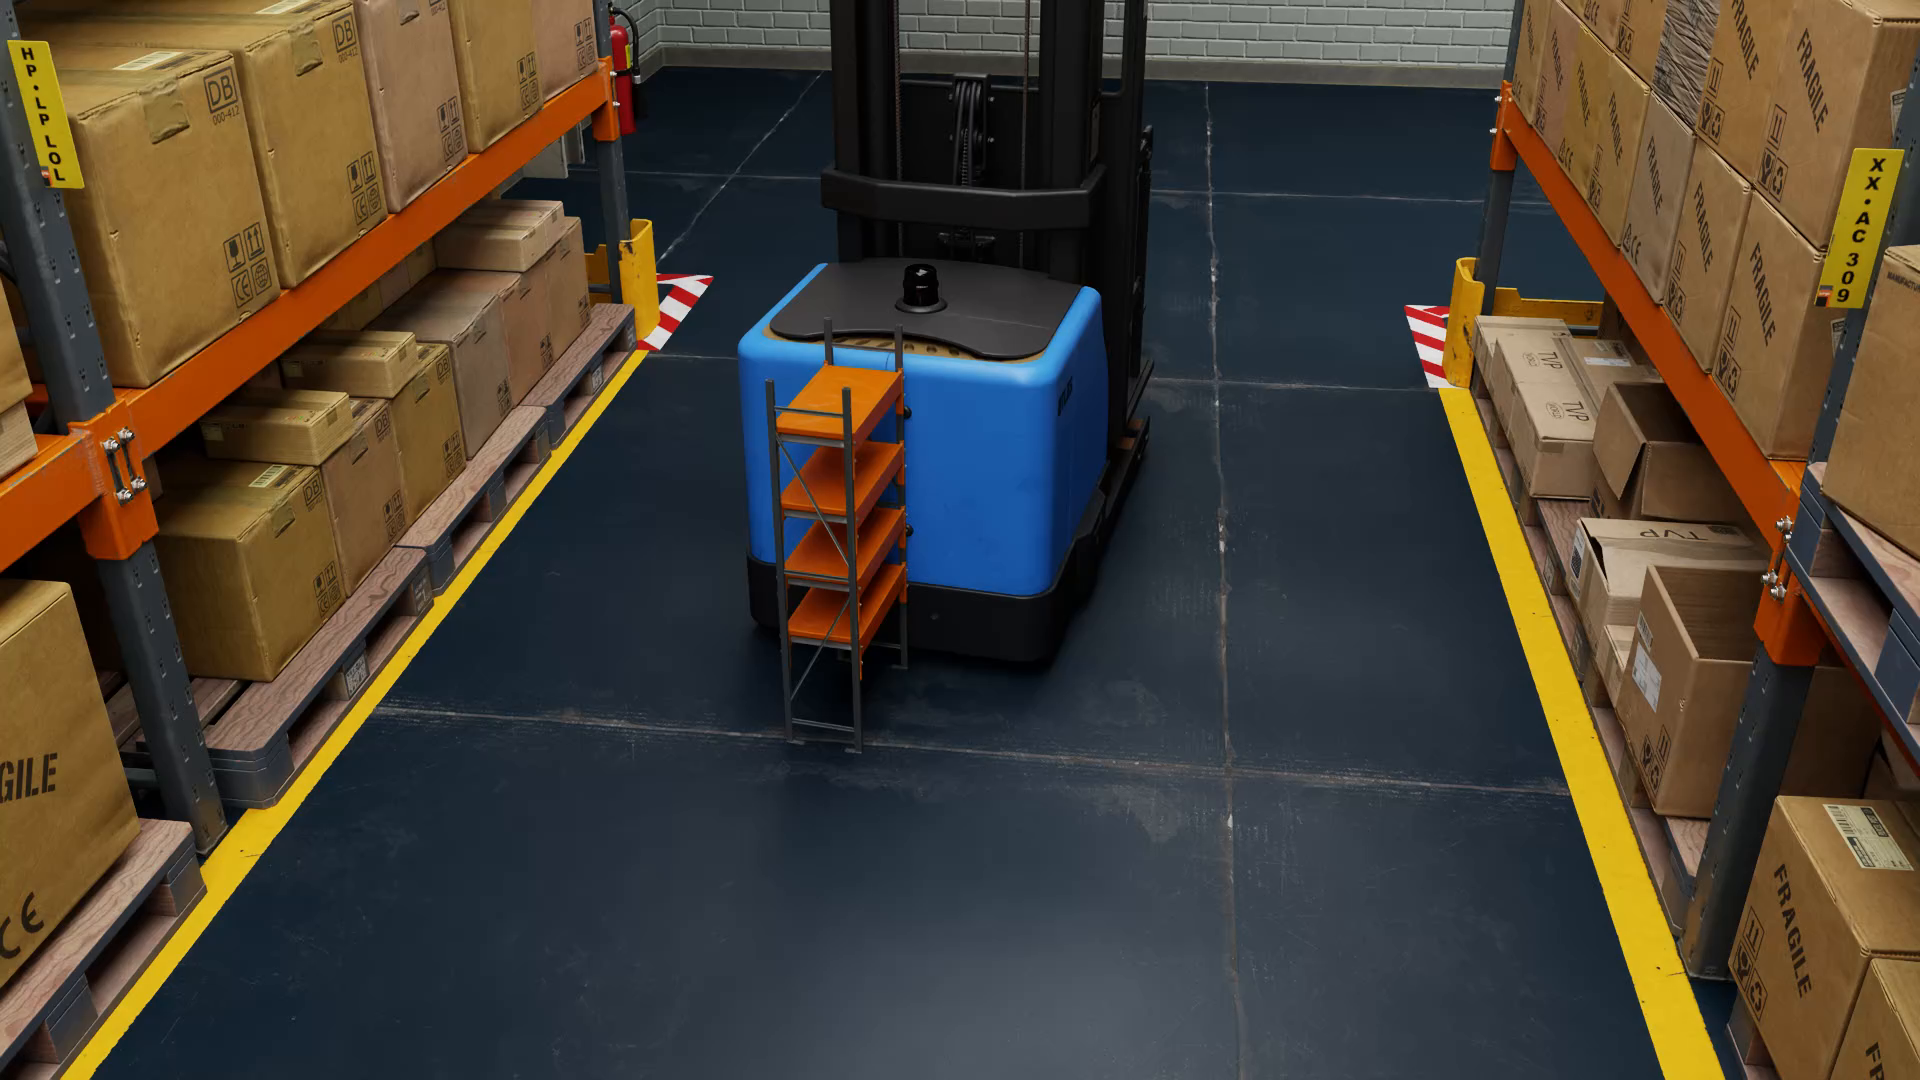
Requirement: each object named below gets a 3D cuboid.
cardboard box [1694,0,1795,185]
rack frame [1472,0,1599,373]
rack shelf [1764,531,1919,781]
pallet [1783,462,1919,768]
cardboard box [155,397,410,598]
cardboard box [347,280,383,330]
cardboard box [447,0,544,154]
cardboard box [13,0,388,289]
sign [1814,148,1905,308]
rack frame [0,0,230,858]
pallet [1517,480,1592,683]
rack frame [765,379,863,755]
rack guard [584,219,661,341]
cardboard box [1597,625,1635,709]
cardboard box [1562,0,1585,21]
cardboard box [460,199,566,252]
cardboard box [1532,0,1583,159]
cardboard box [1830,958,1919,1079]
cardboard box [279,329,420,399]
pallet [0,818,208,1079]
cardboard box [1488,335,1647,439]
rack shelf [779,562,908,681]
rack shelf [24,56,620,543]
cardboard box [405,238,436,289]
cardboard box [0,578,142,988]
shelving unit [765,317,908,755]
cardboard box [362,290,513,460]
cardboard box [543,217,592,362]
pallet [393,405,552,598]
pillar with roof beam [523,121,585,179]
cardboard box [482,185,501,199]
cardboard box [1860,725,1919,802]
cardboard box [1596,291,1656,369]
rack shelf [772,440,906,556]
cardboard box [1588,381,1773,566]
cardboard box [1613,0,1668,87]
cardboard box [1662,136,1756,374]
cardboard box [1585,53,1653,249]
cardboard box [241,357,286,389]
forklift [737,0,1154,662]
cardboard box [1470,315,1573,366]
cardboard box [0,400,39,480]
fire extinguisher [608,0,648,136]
[{"bbox_3d":[2.204,-1.189,4.135,0.500,0.500,0.500,3,28,5],"label":"cardboard box"},{"bbox_3d":[2.829,-2.094,6.973,1.000,3.000,0.127,3,28,6],"label":"rack frame"},{"bbox_3d":[2.094,1.047,1.902,1.077,0.370,4.000,3,28,6],"label":"rack shelf"},{"bbox_3d":[2.133,0.244,2.838,1.003,0.211,1.213,3,28,6],"label":"pallet"},{"bbox_3d":[-2.319,-0.164,5.584,0.700,0.500,0.500,3,28,6],"label":"cardboard box"},{"bbox_3d":[-2.411,-0.888,6.244,0.380,0.149,0.250,4,29,7],"label":"cardboard box"},{"bbox_3d":[-2.218,-1.928,6.350,0.980,0.700,0.700,3,28,6],"label":"cardboard box"},{"bbox_3d":[-2.400,-1.227,5.048,0.980,0.700,0.700,3,28,5],"label":"cardboard box"},{"bbox_3d":[1.800,-0.620,3.325,0.100,0.325,0.005,3,28,6],"label":"sign"},{"bbox_3d":[-2.577,-0.497,4.010,1.000,3.000,0.127,3,28,6],"label":"rack frame"},{"bbox_3d":[2.571,0.118,5.809,1.003,0.211,1.213,3,28,6],"label":"pallet"},{"bbox_3d":[-0.413,0.106,4.789,0.240,1.200,0.015,7,29,13],"label":"rack frame"},{"bbox_3d":[-2.084,-1.291,8.118,1.175,0.500,0.348,3,28,6],"label":"rack guard"},{"bbox_3d":[2.114,0.386,4.913,0.380,0.149,0.250,3,28,6],"label":"cardboard box"},{"bbox_3d":[2.457,-2.138,5.896,0.500,0.500,0.500,4,29,7],"label":"cardboard box"},{"bbox_3d":[-1.909,-1.343,7.090,0.380,0.149,0.250,3,28,6],"label":"cardboard box"},{"bbox_3d":[2.455,-1.701,6.139,0.500,0.500,0.500,3,28,6],"label":"cardboard box"},{"bbox_3d":[1.984,1.161,3.103,0.500,0.500,0.500,4,29,7],"label":"cardboard box"},{"bbox_3d":[-2.097,-0.609,5.727,0.380,0.149,0.250,3,28,5],"label":"cardboard box"},{"bbox_3d":[-2.597,1.098,3.989,1.003,0.211,1.213,3,28,6],"label":"pallet"},{"bbox_3d":[2.420,-0.602,6.640,0.500,0.250,0.500,3,28,6],"label":"cardboard box"},{"bbox_3d":[-0.350,0.228,5.122,0.258,0.148,0.480,7,29,13],"label":"rack shelf"},{"bbox_3d":[-2.332,-1.122,5.928,1.077,0.370,4.000,3,28,6],"label":"rack shelf"},{"bbox_3d":[-2.349,-1.129,6.691,0.380,0.149,0.250,4,29,7],"label":"cardboard box"},{"bbox_3d":[-2.528,0.578,3.838,0.750,0.750,0.750,4,29,7],"label":"cardboard box"},{"bbox_3d":[-0.350,-0.006,4.996,0.258,1.200,0.503,7,29,13],"label":"shelving unit"},{"bbox_3d":[-2.196,-0.656,6.499,0.700,0.500,0.500,2,28,5],"label":"cardboard box"},{"bbox_3d":[-2.074,-1.129,7.375,0.700,0.500,0.500,3,28,6],"label":"cardboard box"},{"bbox_3d":[-2.260,-0.198,6.396,1.003,0.211,1.213,3,28,6],"label":"pallet"},{"bbox_3d":[1.658,-6.092,8.070,9.100,9.000,0.400,3,28,6],"label":"pillar with roof beam"},{"bbox_3d":[-2.257,-1.485,7.352,0.380,0.149,0.250,4,29,7],"label":"cardboard box"},{"bbox_3d":[2.605,0.594,4.355,0.500,0.311,0.500,3,28,6],"label":"cardboard box"},{"bbox_3d":[3.007,-0.917,6.960,0.500,0.500,0.500,3,28,6],"label":"cardboard box"},{"bbox_3d":[-0.350,-0.144,4.922,0.258,0.148,0.480,7,29,13],"label":"rack shelf"},{"bbox_3d":[2.564,-0.190,5.608,0.797,0.503,0.637,3,28,6],"label":"cardboard box"},{"bbox_3d":[2.329,-1.663,5.015,0.500,0.500,0.500,3,28,6],"label":"cardboard box"},{"bbox_3d":[2.208,-0.748,4.370,0.500,0.500,0.500,4,29,8],"label":"cardboard box"},{"bbox_3d":[2.328,-1.230,5.264,0.500,0.500,0.500,4,29,7],"label":"cardboard box"},{"bbox_3d":[-2.505,-0.528,5.577,0.380,0.149,0.250,2,28,5],"label":"cardboard box"},{"bbox_3d":[0.161,-1.579,6.090,1.130,2.935,3.031,7,29,13],"label":"forklift"},{"bbox_3d":[2.437,-0.855,7.216,0.380,0.149,0.250,3,28,6],"label":"cardboard box"},{"bbox_3d":[-2.338,-0.219,3.739,0.380,0.149,0.250,4,29,7],"label":"cardboard box"},{"bbox_3d":[-1.611,-2.226,7.693,0.296,0.674,0.183,3,28,6],"label":"fire extinguisher"}]
